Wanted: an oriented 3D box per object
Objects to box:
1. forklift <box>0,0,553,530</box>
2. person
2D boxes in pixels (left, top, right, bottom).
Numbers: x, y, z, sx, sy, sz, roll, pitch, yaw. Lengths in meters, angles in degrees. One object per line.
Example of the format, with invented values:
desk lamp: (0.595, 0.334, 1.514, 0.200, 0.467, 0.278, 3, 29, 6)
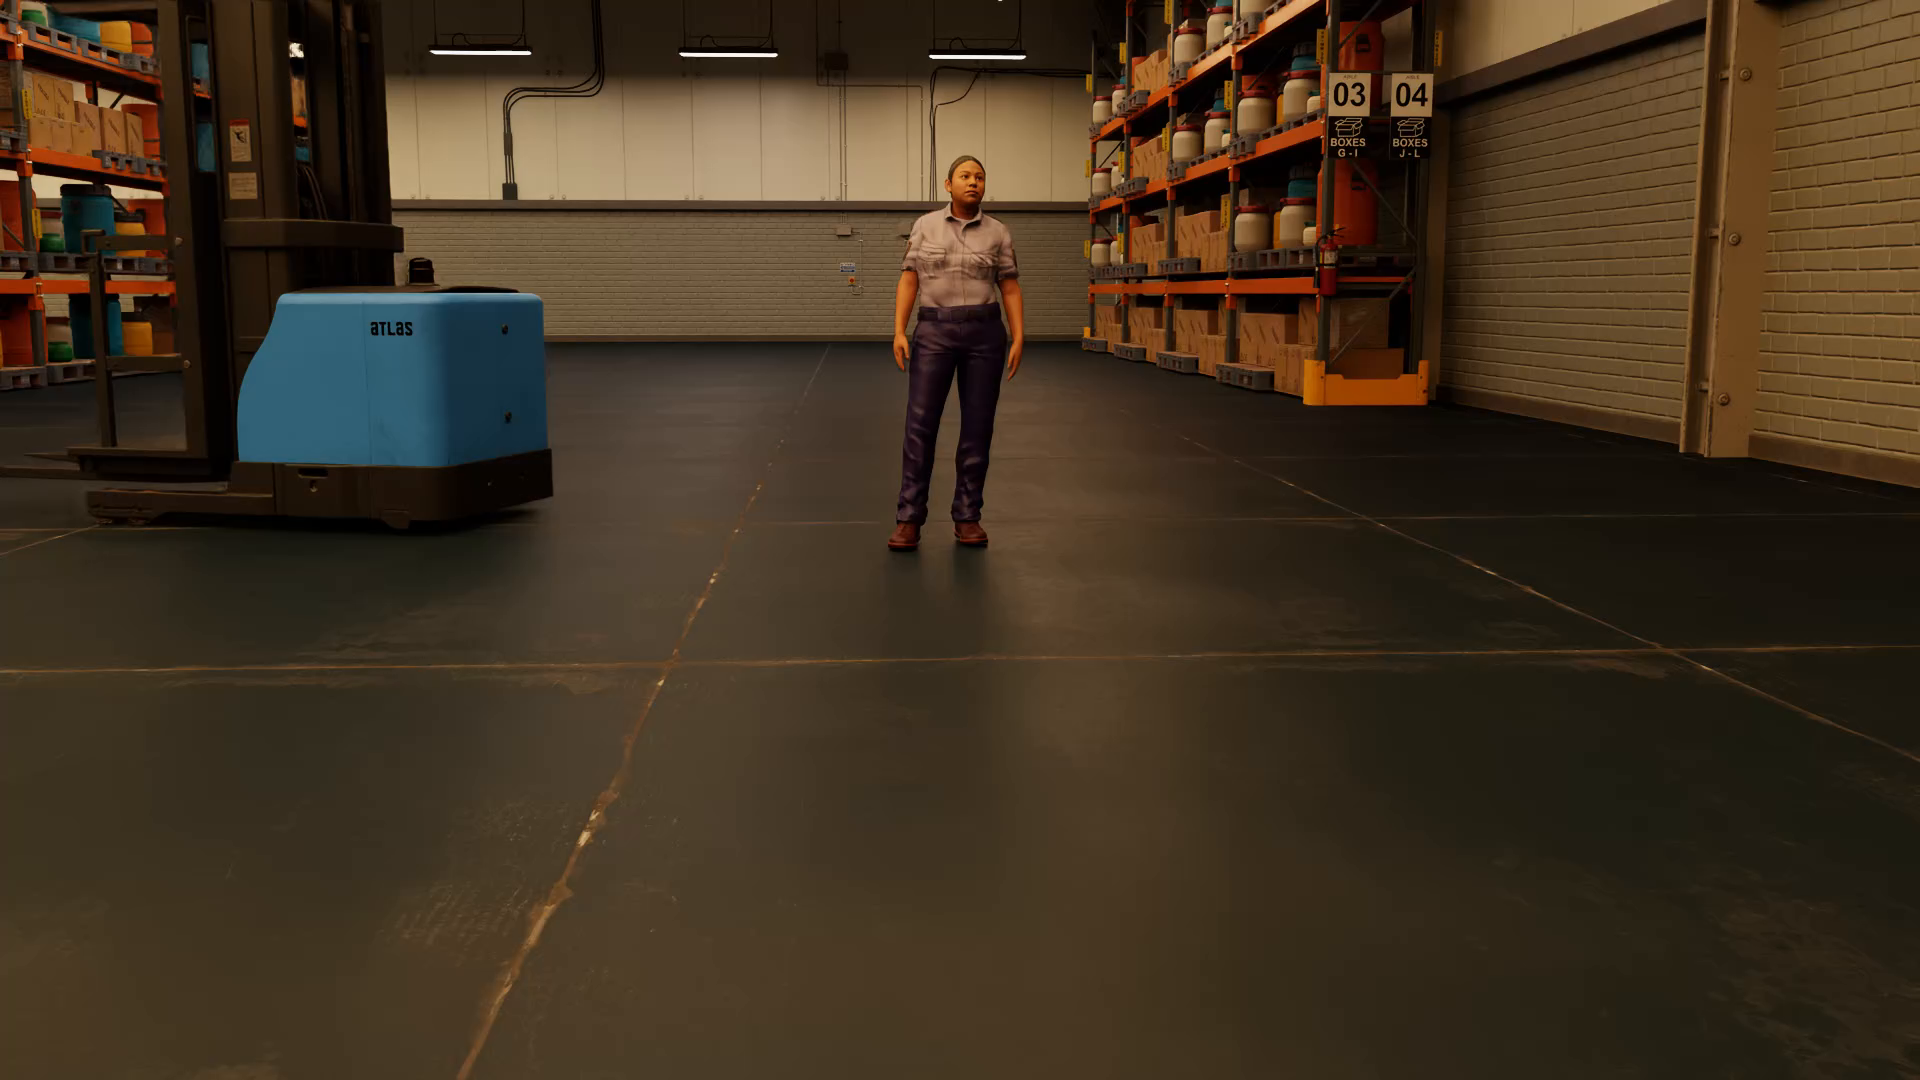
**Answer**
forklift: (-3.606, -1.591, 8.042, 3.031, 2.935, 1.130, 2, 9, 15)
person: (-0.017, -0.810, 7.098, 0.598, 1.651, 0.503, -1, 8, -4)
